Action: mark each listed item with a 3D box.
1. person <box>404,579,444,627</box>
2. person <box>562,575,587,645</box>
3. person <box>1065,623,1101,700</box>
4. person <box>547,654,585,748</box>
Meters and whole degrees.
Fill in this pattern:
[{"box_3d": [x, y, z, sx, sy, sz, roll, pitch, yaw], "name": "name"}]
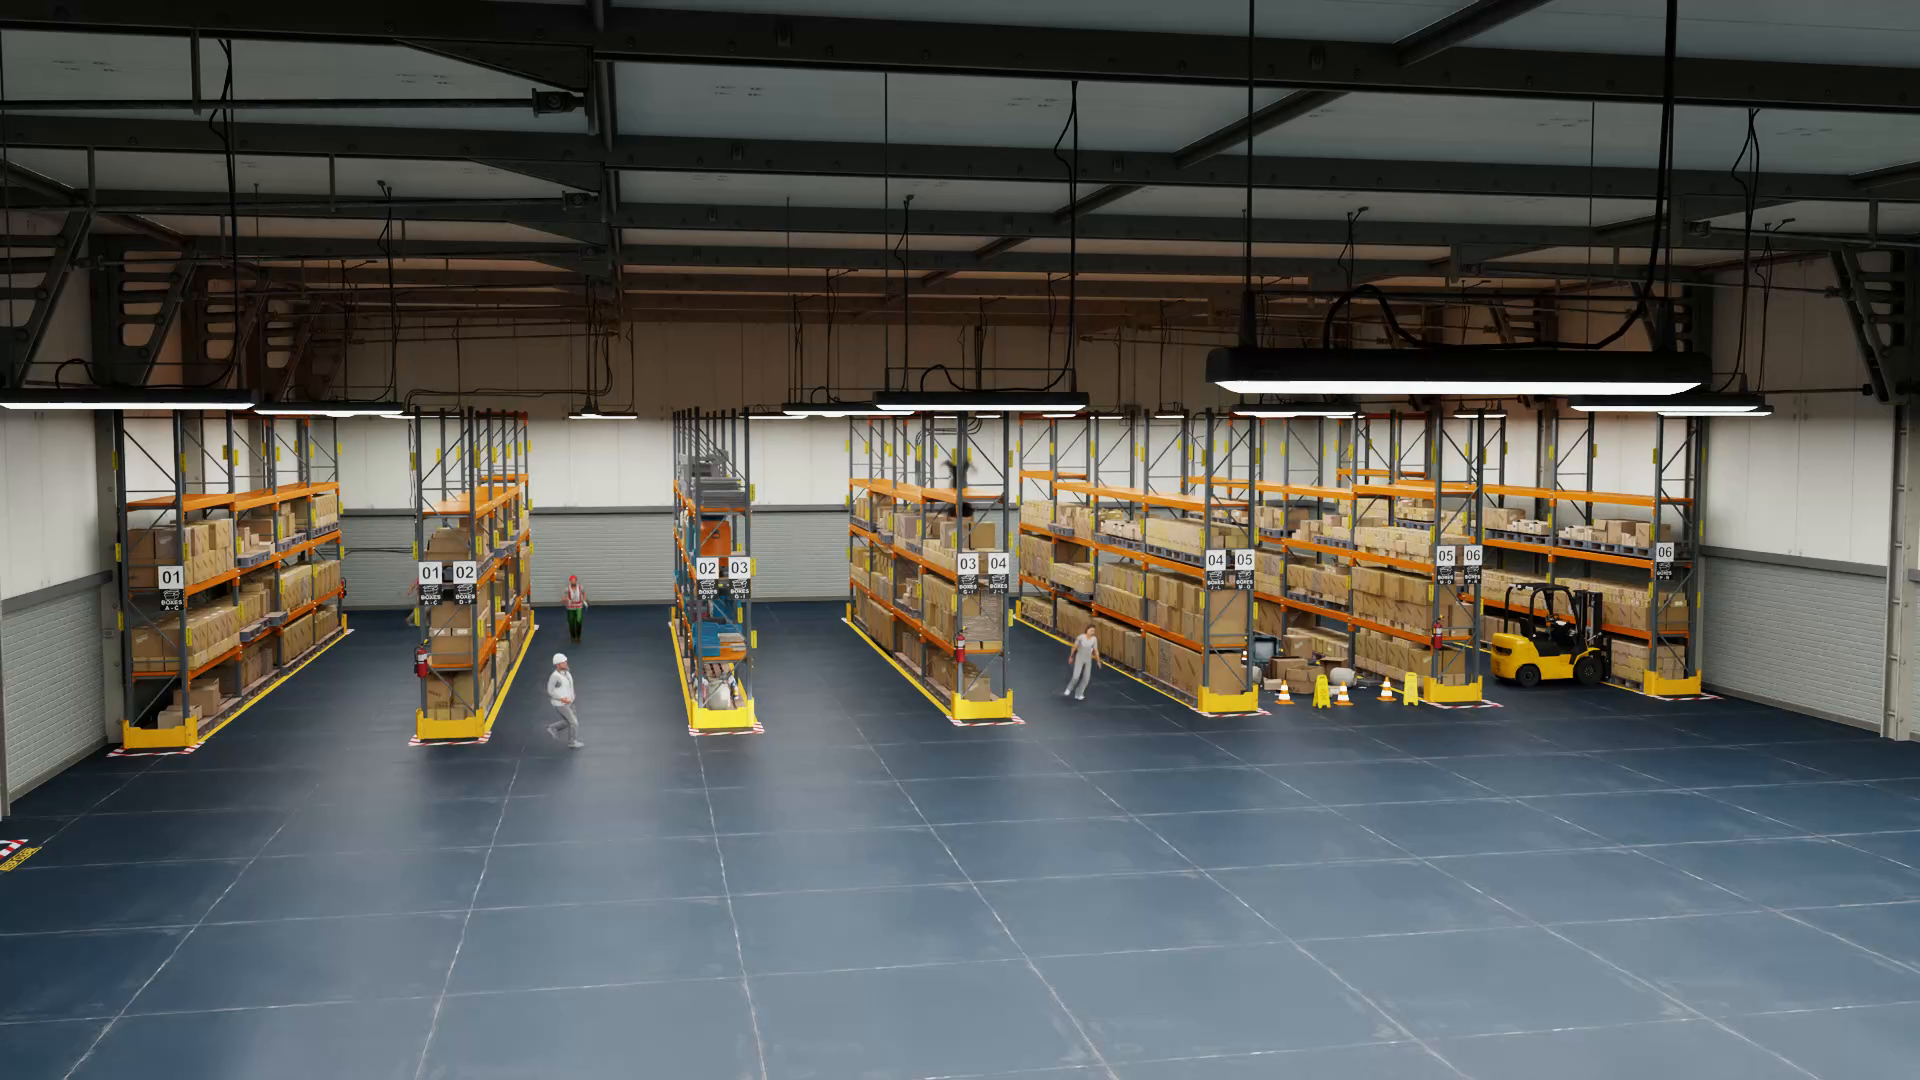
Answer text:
[{"box_3d": [-14.947, 1.657, 46.367, 1.127, 1.545, 0.688, 0, 4, 6], "name": "person"}, {"box_3d": [-9.894, 1.795, 42.717, 0.638, 1.800, 0.812, -1, 4, -14], "name": "person"}, {"box_3d": [2.517, 2.482, 34.186, 0.690, 1.594, 0.586, -1, 4, -13], "name": "person"}, {"box_3d": [-7.001, 2.816, 29.042, 0.692, 1.697, 0.695, 1, 4, 13], "name": "person"}]
